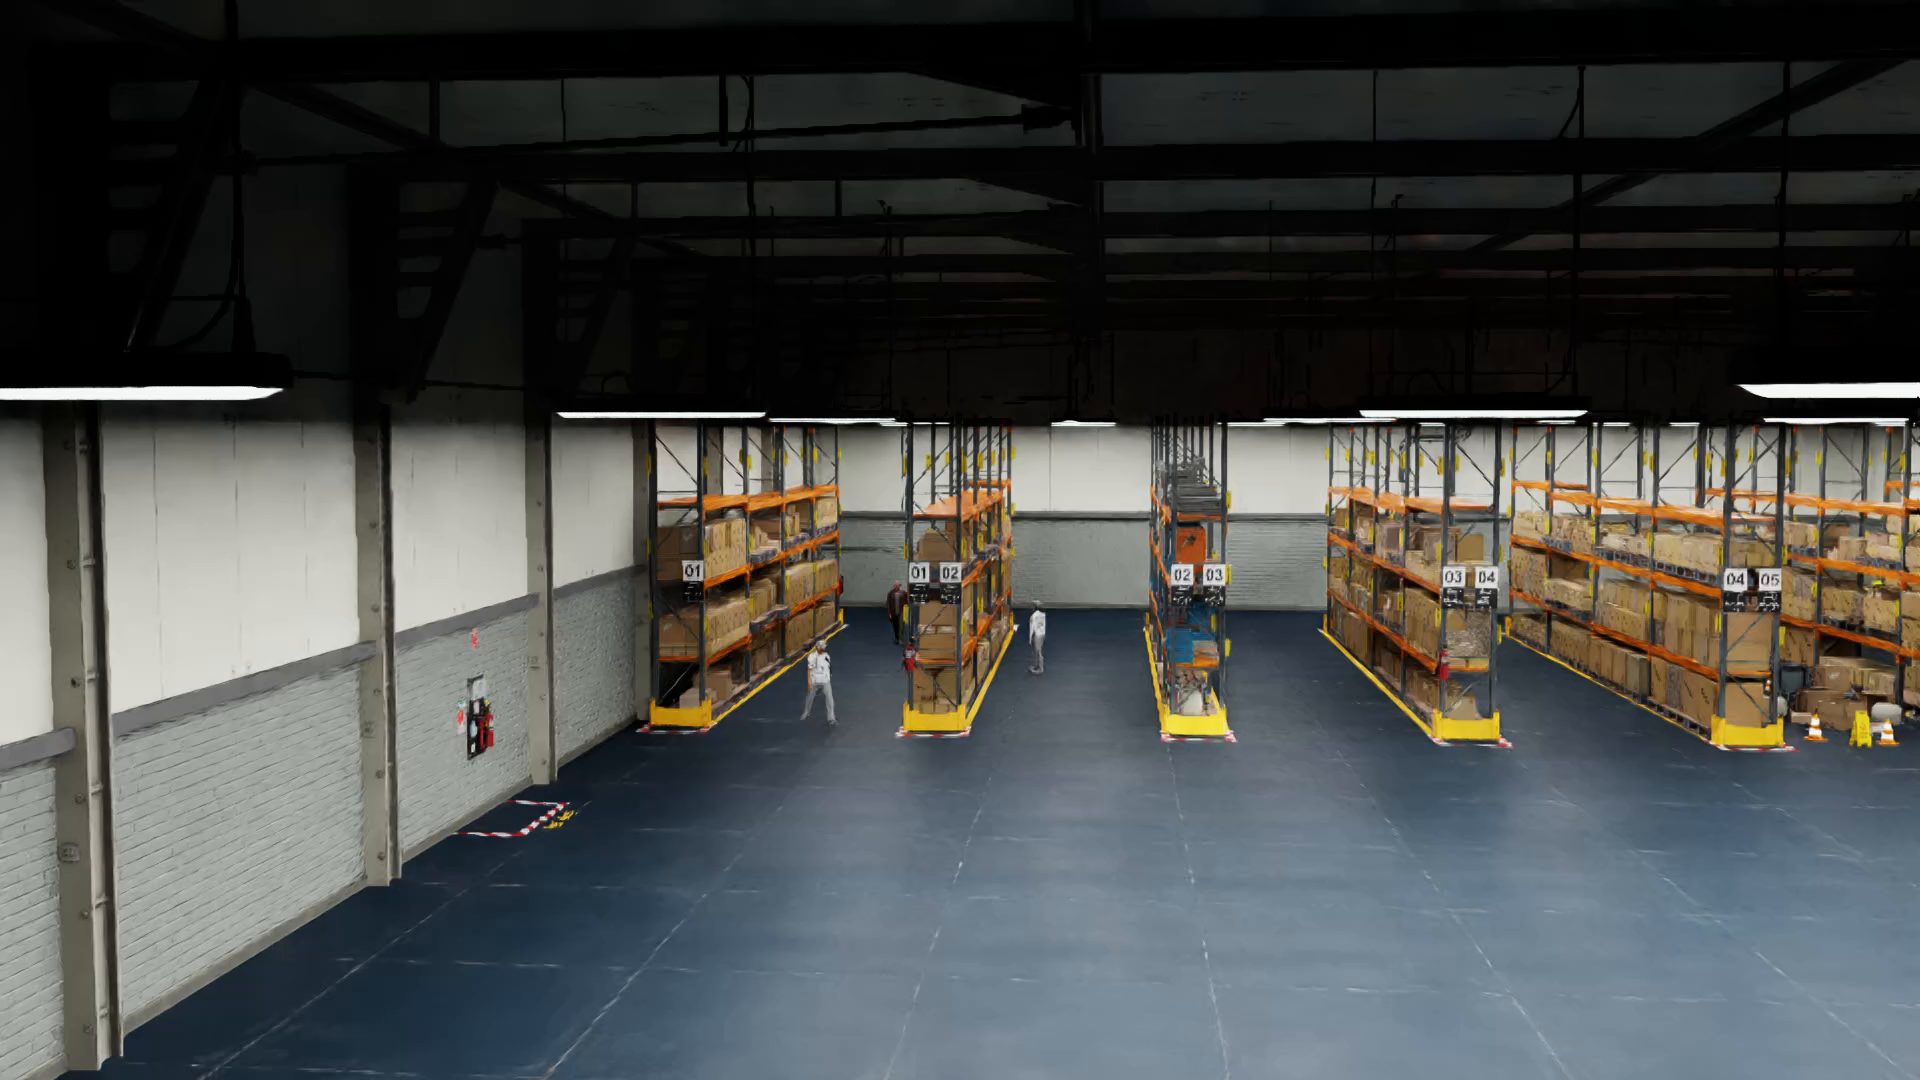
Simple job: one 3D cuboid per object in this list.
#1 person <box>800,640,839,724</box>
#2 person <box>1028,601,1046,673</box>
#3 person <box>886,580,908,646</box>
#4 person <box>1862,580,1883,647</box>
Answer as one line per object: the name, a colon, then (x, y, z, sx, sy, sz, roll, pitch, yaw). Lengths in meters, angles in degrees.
person: (-2.748, 2.737, 32.219, 0.587, 1.625, 0.918, -2, 4, -22)
person: (1.794, 2.257, 38.918, 0.532, 1.667, 0.573, 3, 5, 37)
person: (-1.656, 1.999, 43.879, 0.598, 1.508, 1.193, 0, 4, 7)
person: (23.877, 1.925, 43.363, 0.580, 1.767, 0.735, 1, 4, 9)
